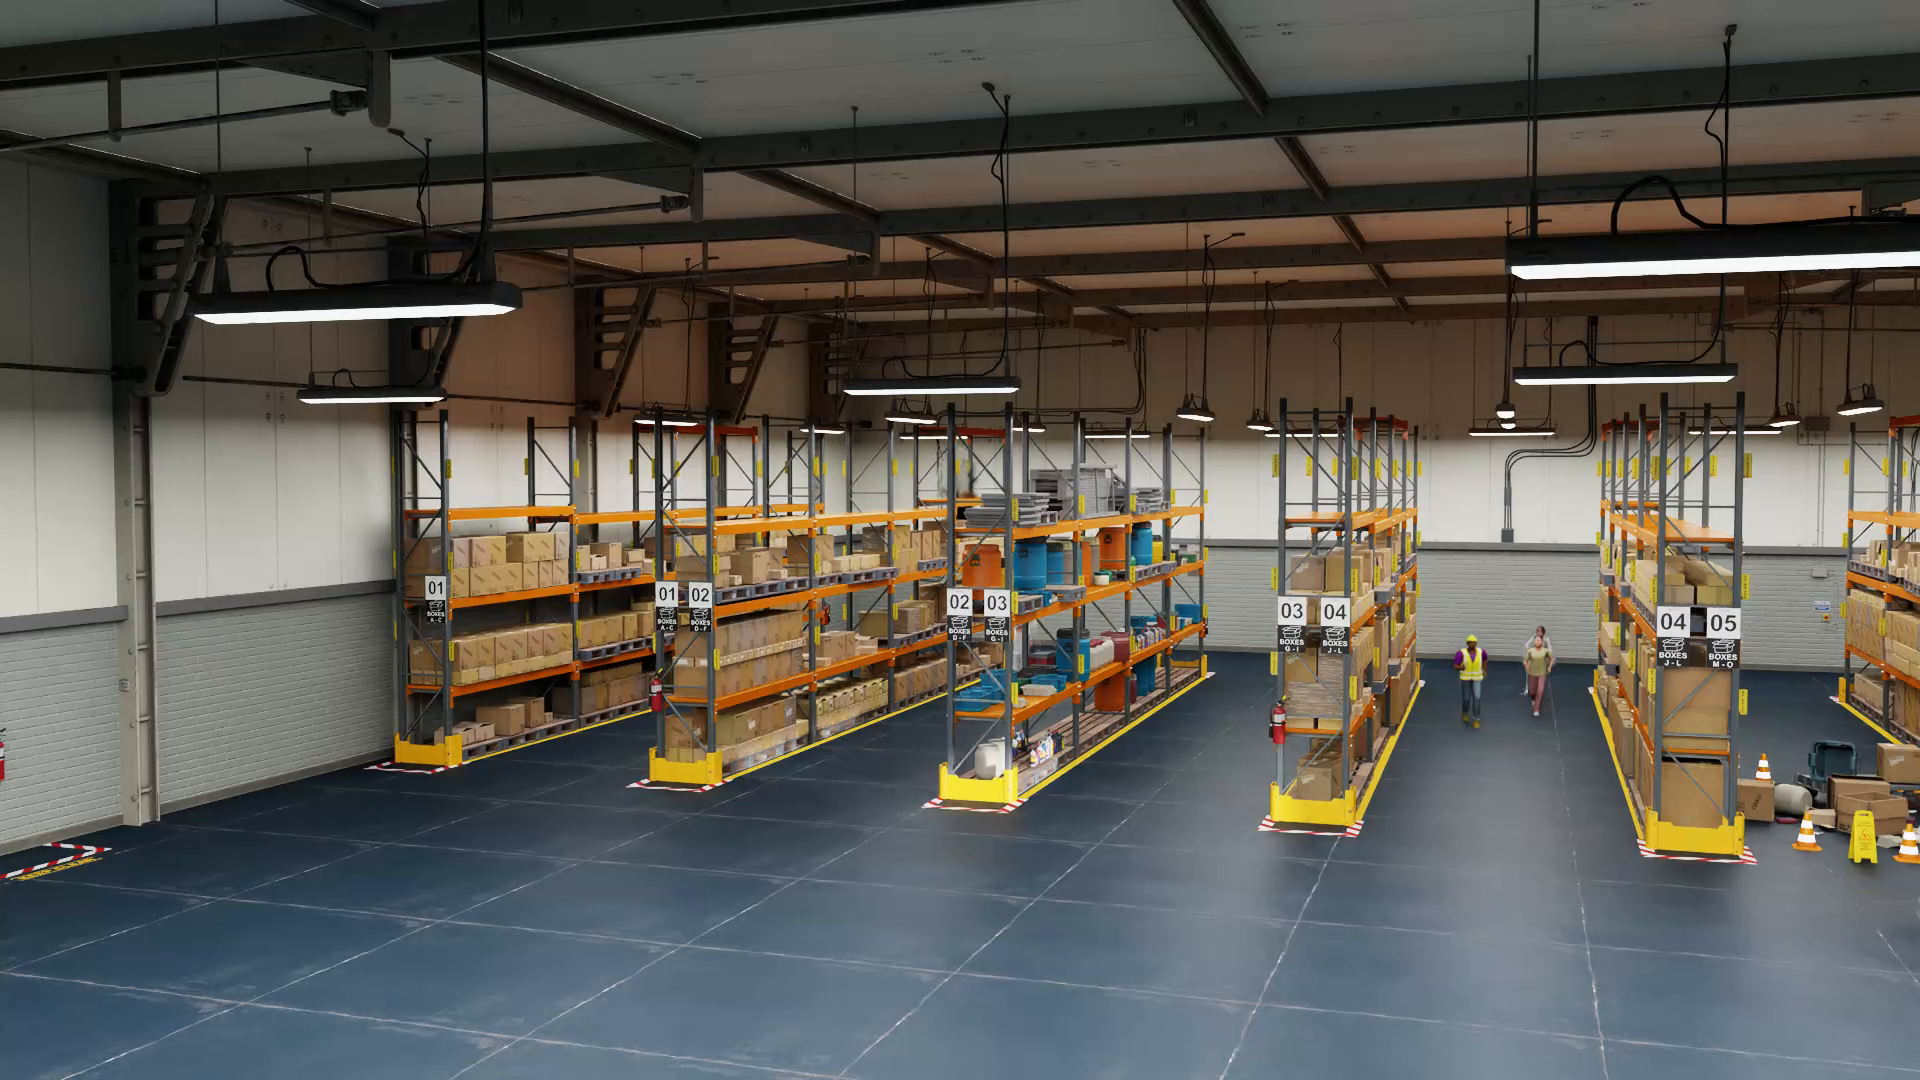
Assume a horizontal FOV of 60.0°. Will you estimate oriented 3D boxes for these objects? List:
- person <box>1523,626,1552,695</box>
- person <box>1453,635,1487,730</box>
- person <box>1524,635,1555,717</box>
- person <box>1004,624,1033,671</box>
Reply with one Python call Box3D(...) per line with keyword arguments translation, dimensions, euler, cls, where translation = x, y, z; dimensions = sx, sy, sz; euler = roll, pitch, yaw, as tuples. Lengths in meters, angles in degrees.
Box3D(translation=(12.850, 2.667, 36.950), dimensions=(0.591, 1.544, 0.746), euler=(1, 3, 29), cls="person")
Box3D(translation=(9.901, 2.721, 32.247), dimensions=(0.654, 1.781, 0.935), euler=(1, 3, 12), cls="person")
Box3D(translation=(11.758, 2.747, 33.777), dimensions=(0.593, 1.630, 0.806), euler=(1, 3, 21), cls="person")
Box3D(translation=(1.288, 2.538, 36.575), dimensions=(0.646, 1.743, 0.650), euler=(0, 2, 6), cls="person")
